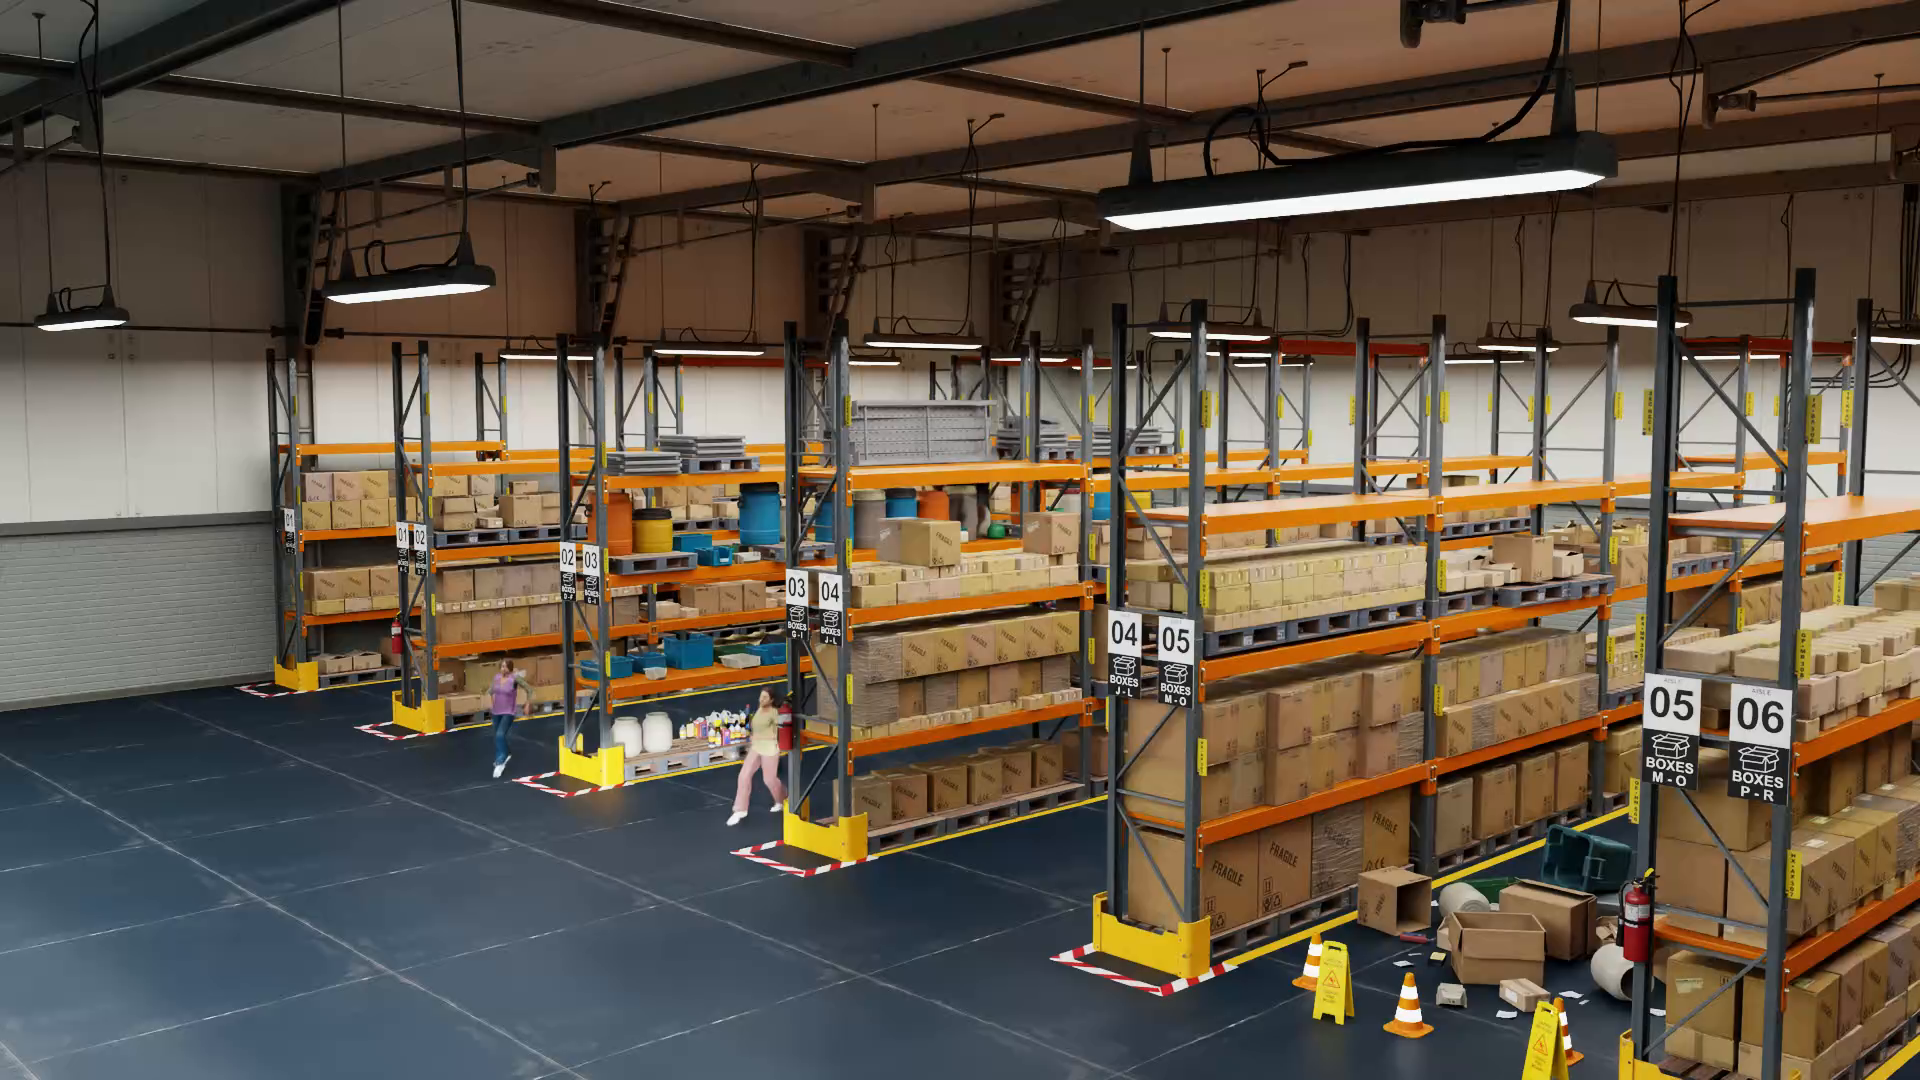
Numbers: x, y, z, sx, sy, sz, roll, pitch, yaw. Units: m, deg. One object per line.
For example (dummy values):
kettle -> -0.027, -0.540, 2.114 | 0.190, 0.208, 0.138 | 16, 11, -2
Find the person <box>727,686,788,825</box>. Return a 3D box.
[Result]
person -> -2.332, 2.594, 20.187 | 0.583, 1.673, 0.908 | 4, 6, 39

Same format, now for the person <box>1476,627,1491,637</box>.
person -> 7.987, 2.135, 25.493 | 0.531, 1.733, 0.738 | 5, 7, 44

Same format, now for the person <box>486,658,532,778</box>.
person -> -6.192, 2.424, 22.800 | 0.601, 1.610, 0.655 | 1, 5, 16
